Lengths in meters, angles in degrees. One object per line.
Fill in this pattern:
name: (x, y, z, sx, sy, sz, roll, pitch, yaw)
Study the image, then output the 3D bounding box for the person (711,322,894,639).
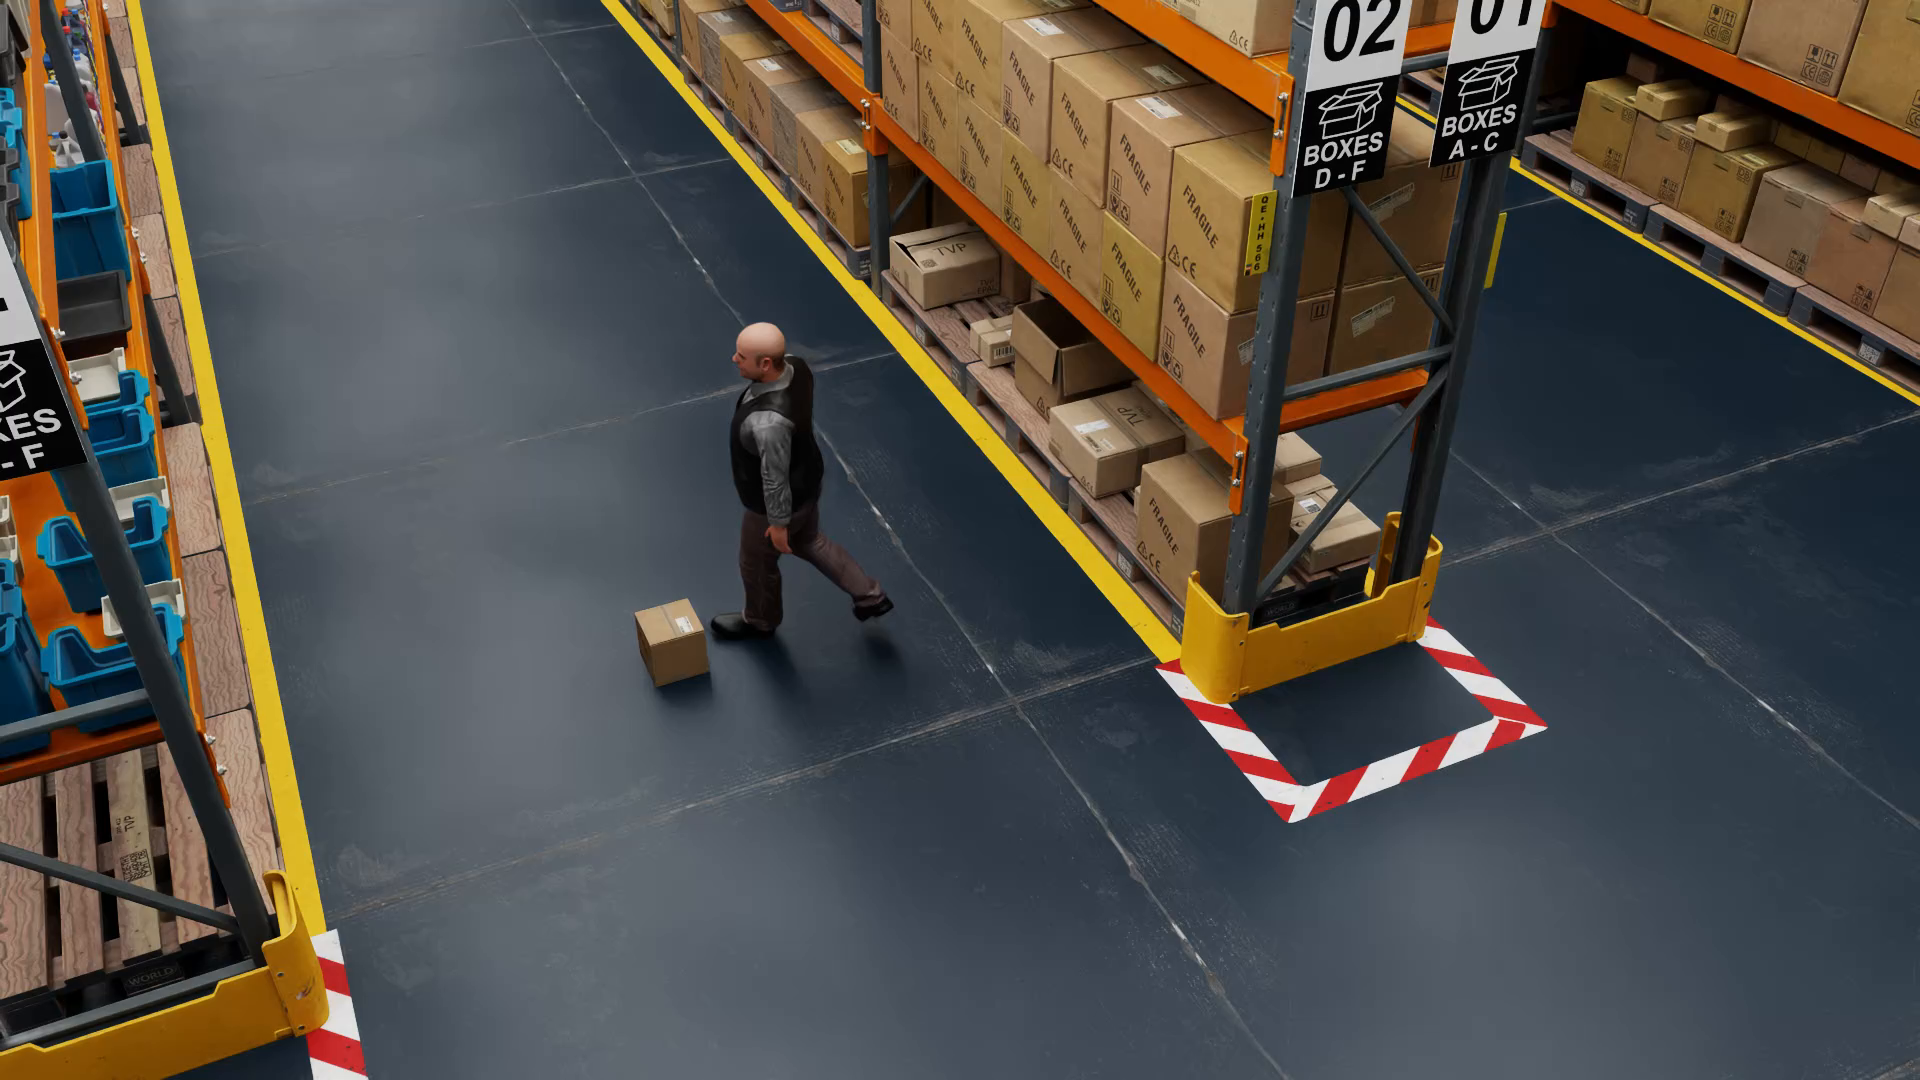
person: (-0.731, -0.209, 7.155, 0.857, 1.708, 0.605, 6, 37, 8)
